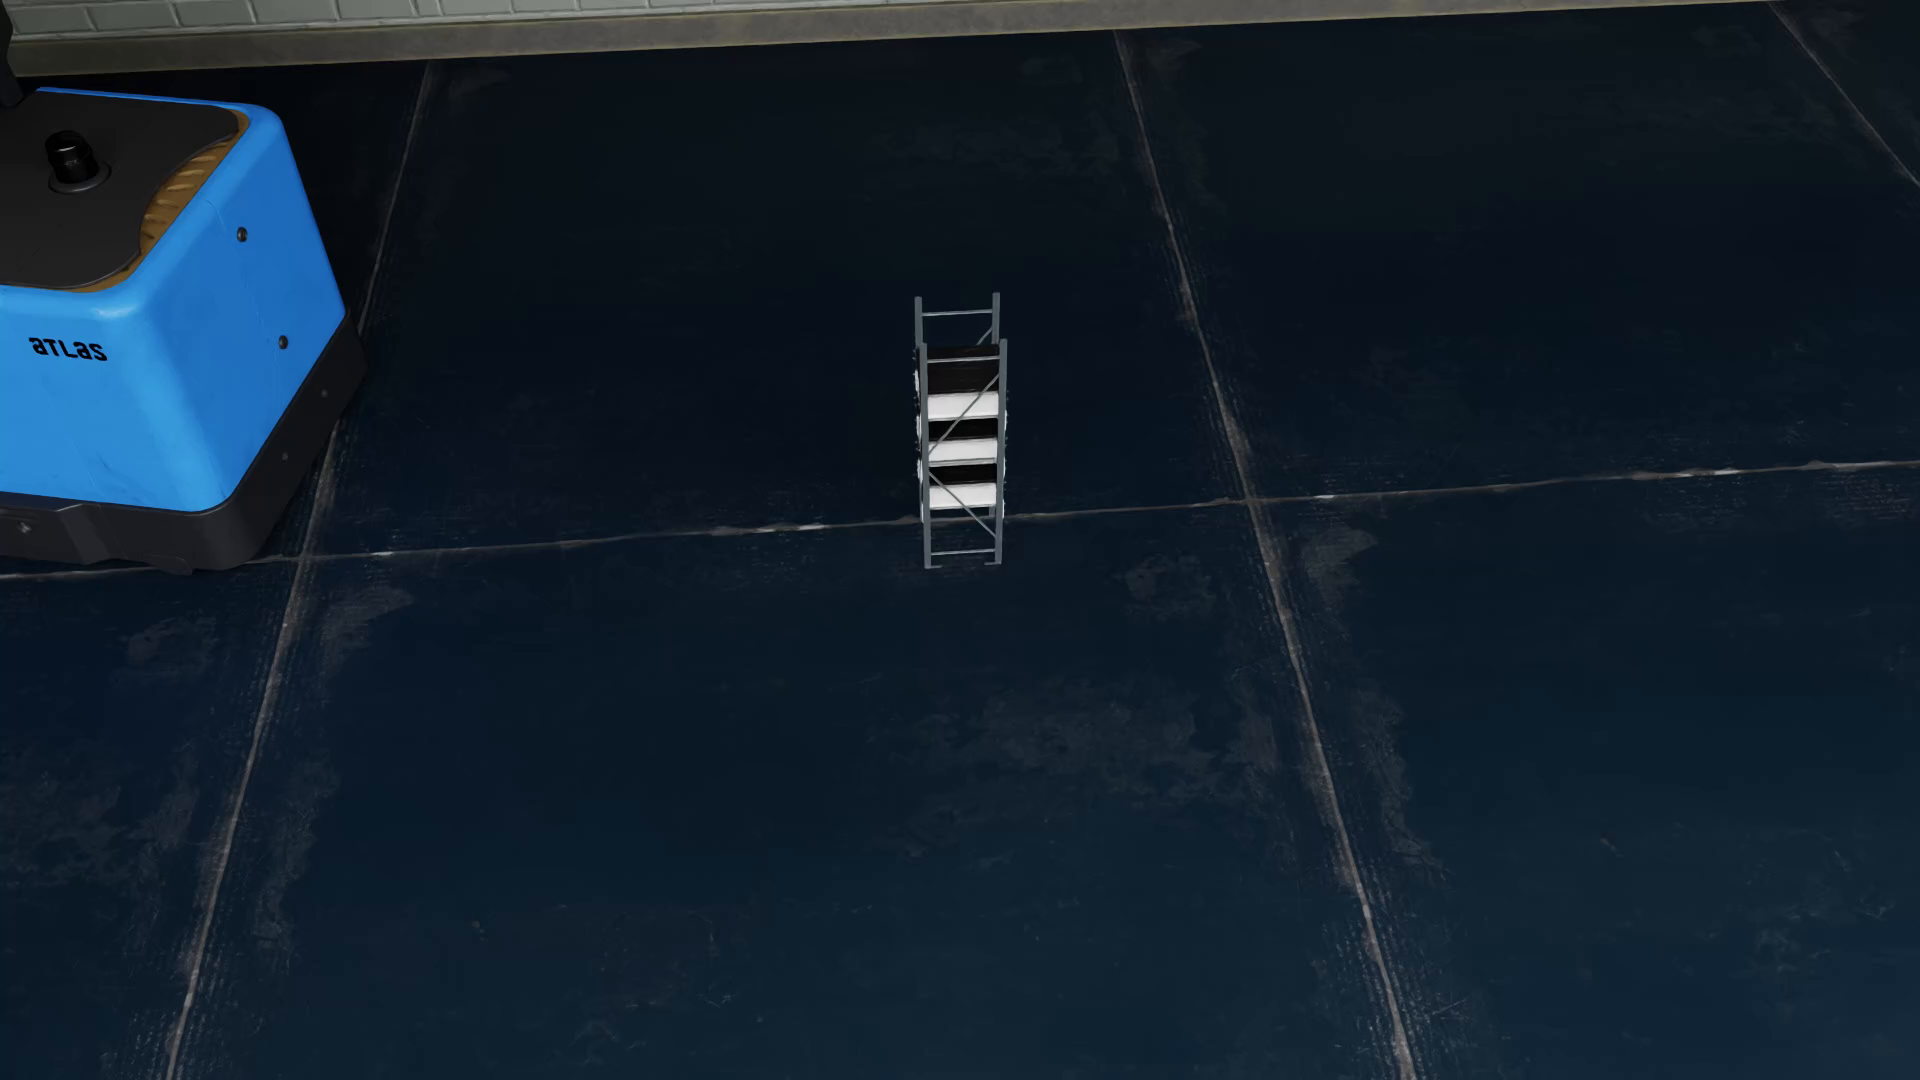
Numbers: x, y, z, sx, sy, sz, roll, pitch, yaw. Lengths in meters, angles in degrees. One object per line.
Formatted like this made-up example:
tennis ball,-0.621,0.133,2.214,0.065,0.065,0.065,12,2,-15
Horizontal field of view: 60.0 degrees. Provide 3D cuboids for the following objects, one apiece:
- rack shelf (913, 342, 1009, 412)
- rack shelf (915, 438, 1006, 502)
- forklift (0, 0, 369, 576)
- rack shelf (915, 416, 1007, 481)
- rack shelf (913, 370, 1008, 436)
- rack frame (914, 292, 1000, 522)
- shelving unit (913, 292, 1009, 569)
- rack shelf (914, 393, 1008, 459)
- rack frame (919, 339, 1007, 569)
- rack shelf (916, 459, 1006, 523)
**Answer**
rack shelf,0.001,-0.466,4.746,0.258,0.077,0.200,-3,47,-3
rack shelf,0.001,-0.219,5.007,0.258,0.077,0.200,-3,47,-3
forklift,-3.592,-1.393,4.550,3.031,2.935,1.130,6,47,6
rack shelf,0.001,-0.281,4.942,0.258,0.077,0.200,-3,47,-3
rack shelf,0.001,-0.404,4.811,0.258,0.077,0.200,-3,47,-3
rack frame,-0.008,-0.377,4.987,0.240,0.900,0.006,-3,47,-3
shelving unit,0.001,-0.304,4.918,0.258,0.900,0.210,-3,47,-3
rack shelf,0.001,-0.343,4.877,0.258,0.077,0.200,-3,47,-3
rack frame,0.009,-0.230,4.848,0.240,0.900,0.006,-3,47,-3
rack shelf,0.001,-0.157,5.073,0.258,0.077,0.200,-3,47,-3
